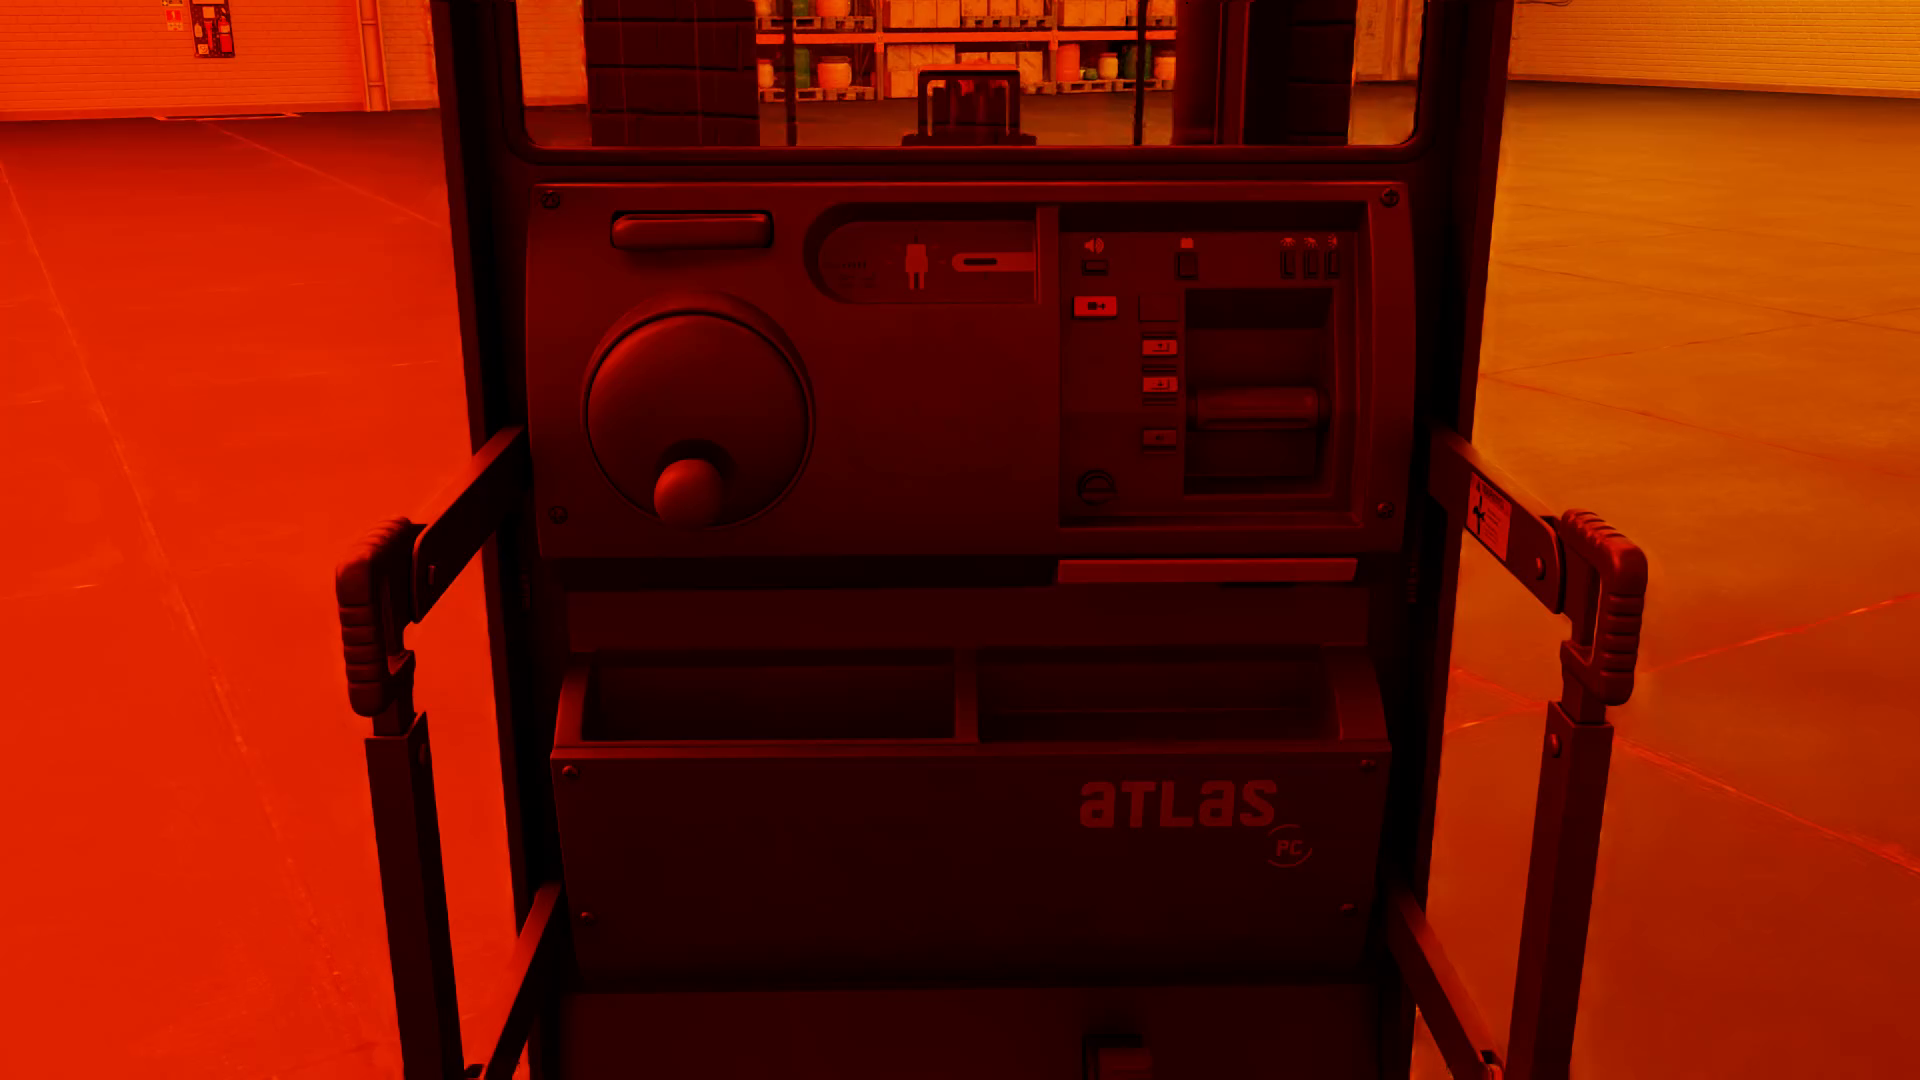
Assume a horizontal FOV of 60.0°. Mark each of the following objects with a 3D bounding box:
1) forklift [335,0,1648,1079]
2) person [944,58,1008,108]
[{"bbox_3d":[0.020,-0.185,1.556,1.130,2.935,3.031,0,18,-1],"label":"forklift"},{"bbox_3d":[-0.071,-0.752,5.490,0.473,1.584,0.521,-10,20,-29],"label":"person"}]
